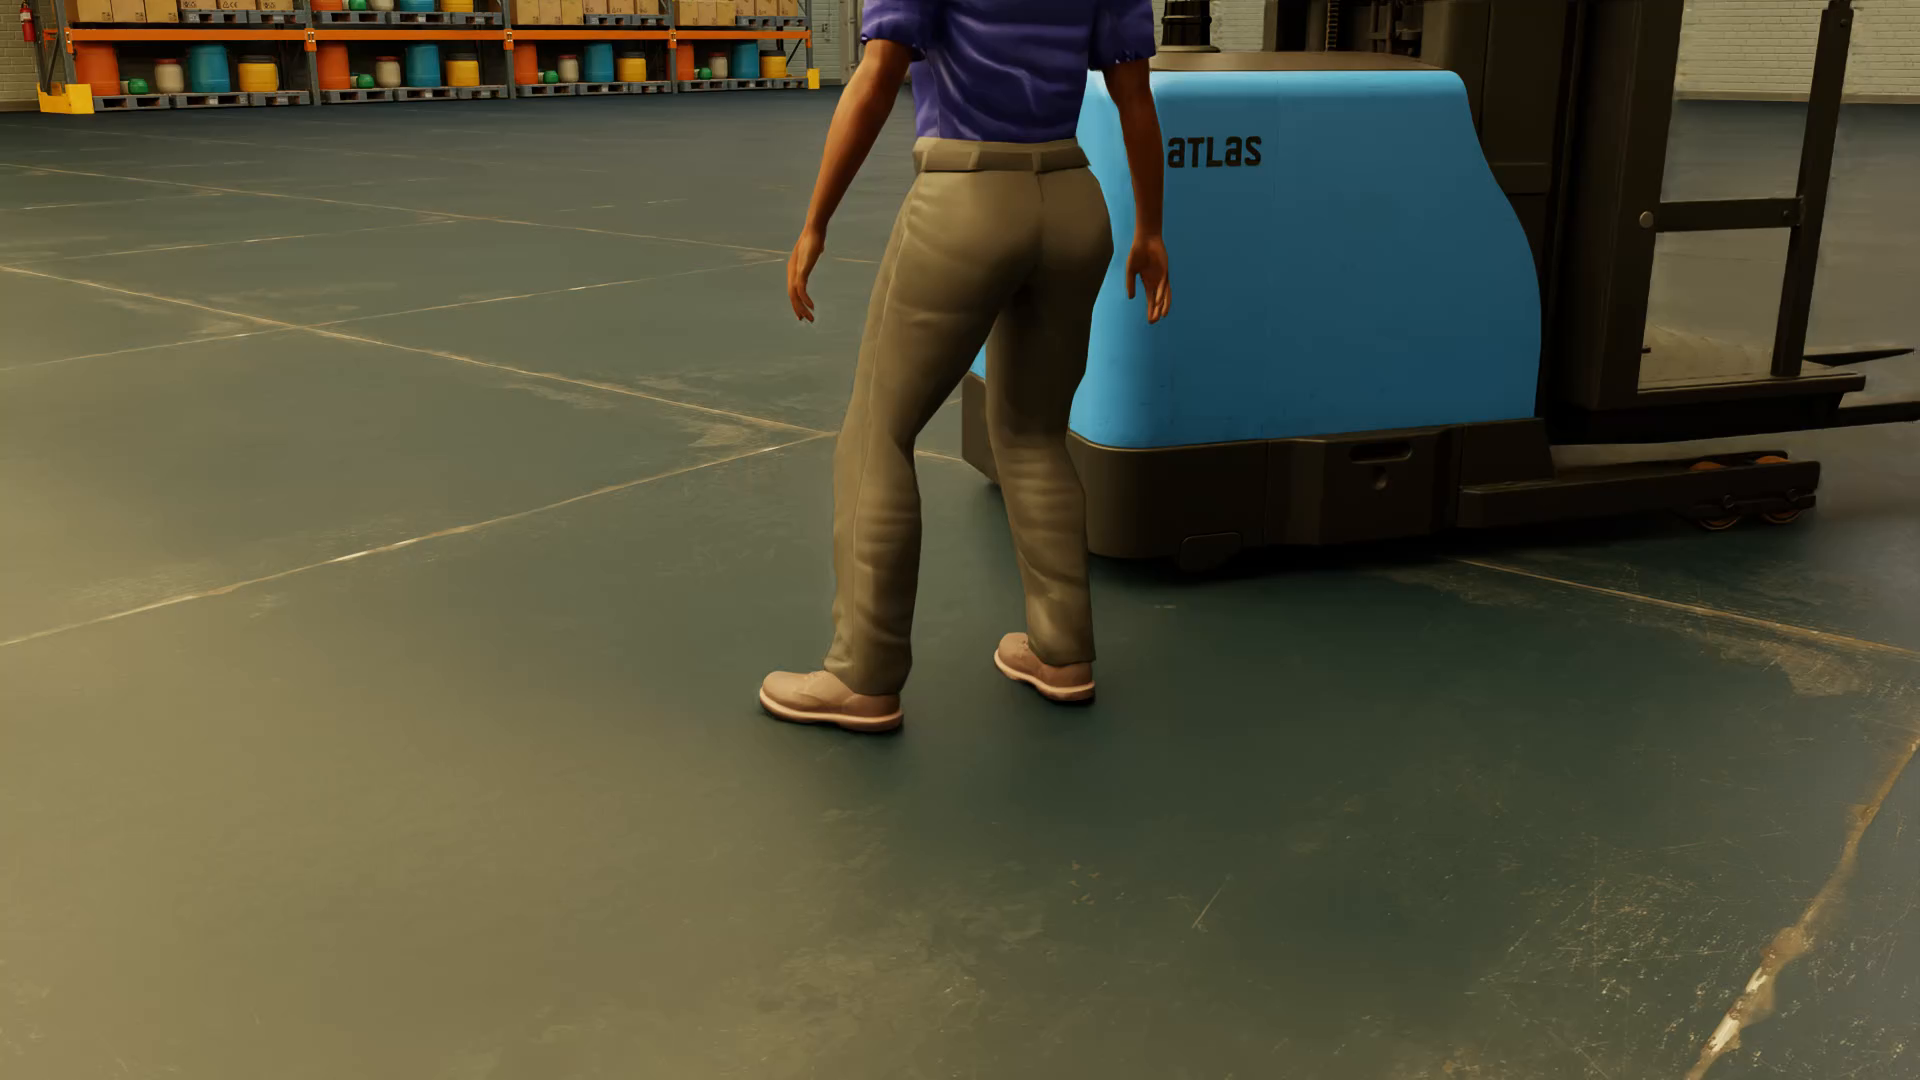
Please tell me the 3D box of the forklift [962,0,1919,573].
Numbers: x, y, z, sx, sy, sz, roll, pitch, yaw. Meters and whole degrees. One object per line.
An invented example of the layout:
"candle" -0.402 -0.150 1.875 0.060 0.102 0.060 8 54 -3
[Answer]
"forklift" 1.581 -1.565 4.050 3.031 2.935 1.130 -5 18 -17

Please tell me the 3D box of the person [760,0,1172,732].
"person" 0.027 -0.504 2.807 0.741 1.632 0.358 -11 20 -32
